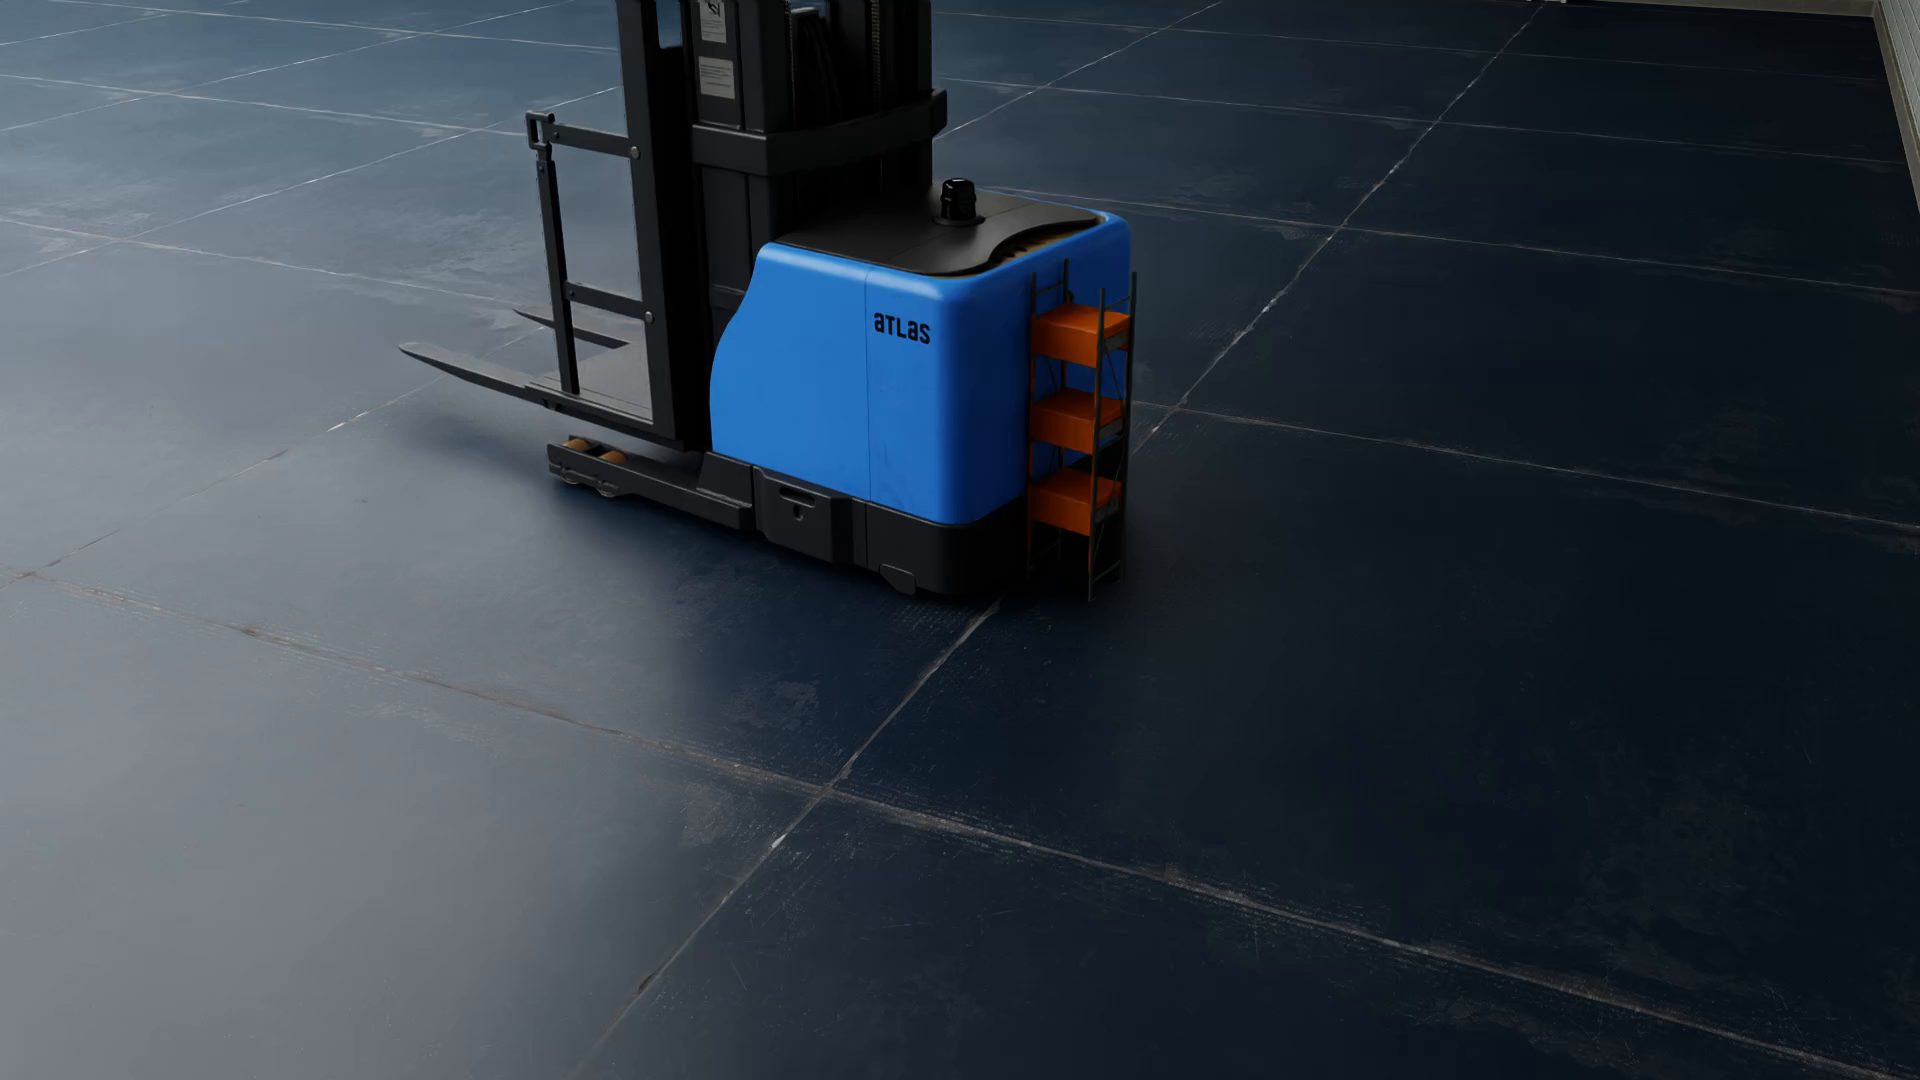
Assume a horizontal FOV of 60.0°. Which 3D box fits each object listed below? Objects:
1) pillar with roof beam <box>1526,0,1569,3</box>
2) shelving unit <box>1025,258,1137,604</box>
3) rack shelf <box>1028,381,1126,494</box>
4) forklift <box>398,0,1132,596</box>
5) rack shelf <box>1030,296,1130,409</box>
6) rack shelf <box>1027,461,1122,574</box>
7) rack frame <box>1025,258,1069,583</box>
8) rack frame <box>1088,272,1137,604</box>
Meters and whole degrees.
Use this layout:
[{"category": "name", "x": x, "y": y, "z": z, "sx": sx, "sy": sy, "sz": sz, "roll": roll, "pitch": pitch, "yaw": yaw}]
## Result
[{"category": "pillar with roof beam", "x": 4.200, "y": -7.803, "z": 11.412, "sx": 0.400, "sy": 9.000, "sz": 9.100, "roll": 11, "pitch": 28, "yaw": 22}, {"category": "shelving unit", "x": 0.375, "y": -0.335, "z": 5.241, "sx": 0.252, "sy": 1.050, "sz": 0.215, "roll": 18, "pitch": 31, "yaw": 32}, {"category": "rack shelf", "x": 0.375, "y": -0.325, "z": 5.246, "sx": 0.240, "sy": 0.259, "sz": 0.215, "roll": 18, "pitch": 31, "yaw": 32}, {"category": "forklift", "x": -0.906, "y": -1.638, "z": 5.760, "sx": 3.031, "sy": 2.935, "sz": 1.130, "roll": 18, "pitch": 31, "yaw": 32}, {"category": "rack shelf", "x": 0.375, "y": -0.580, "z": 5.121, "sx": 0.240, "sy": 0.259, "sz": 0.215, "roll": 18, "pitch": 31, "yaw": 32}, {"category": "rack shelf", "x": 0.375, "y": -0.076, "z": 5.369, "sx": 0.240, "sy": 0.259, "sz": 0.215, "roll": 18, "pitch": 31, "yaw": 32}, {"category": "rack frame", "x": 0.276, "y": -0.367, "z": 5.306, "sx": 0.008, "sy": 1.050, "sz": 0.200, "roll": 18, "pitch": 31, "yaw": 32}, {"category": "rack frame", "x": 0.473, "y": -0.303, "z": 5.177, "sx": 0.008, "sy": 1.050, "sz": 0.200, "roll": 18, "pitch": 31, "yaw": 32}]
